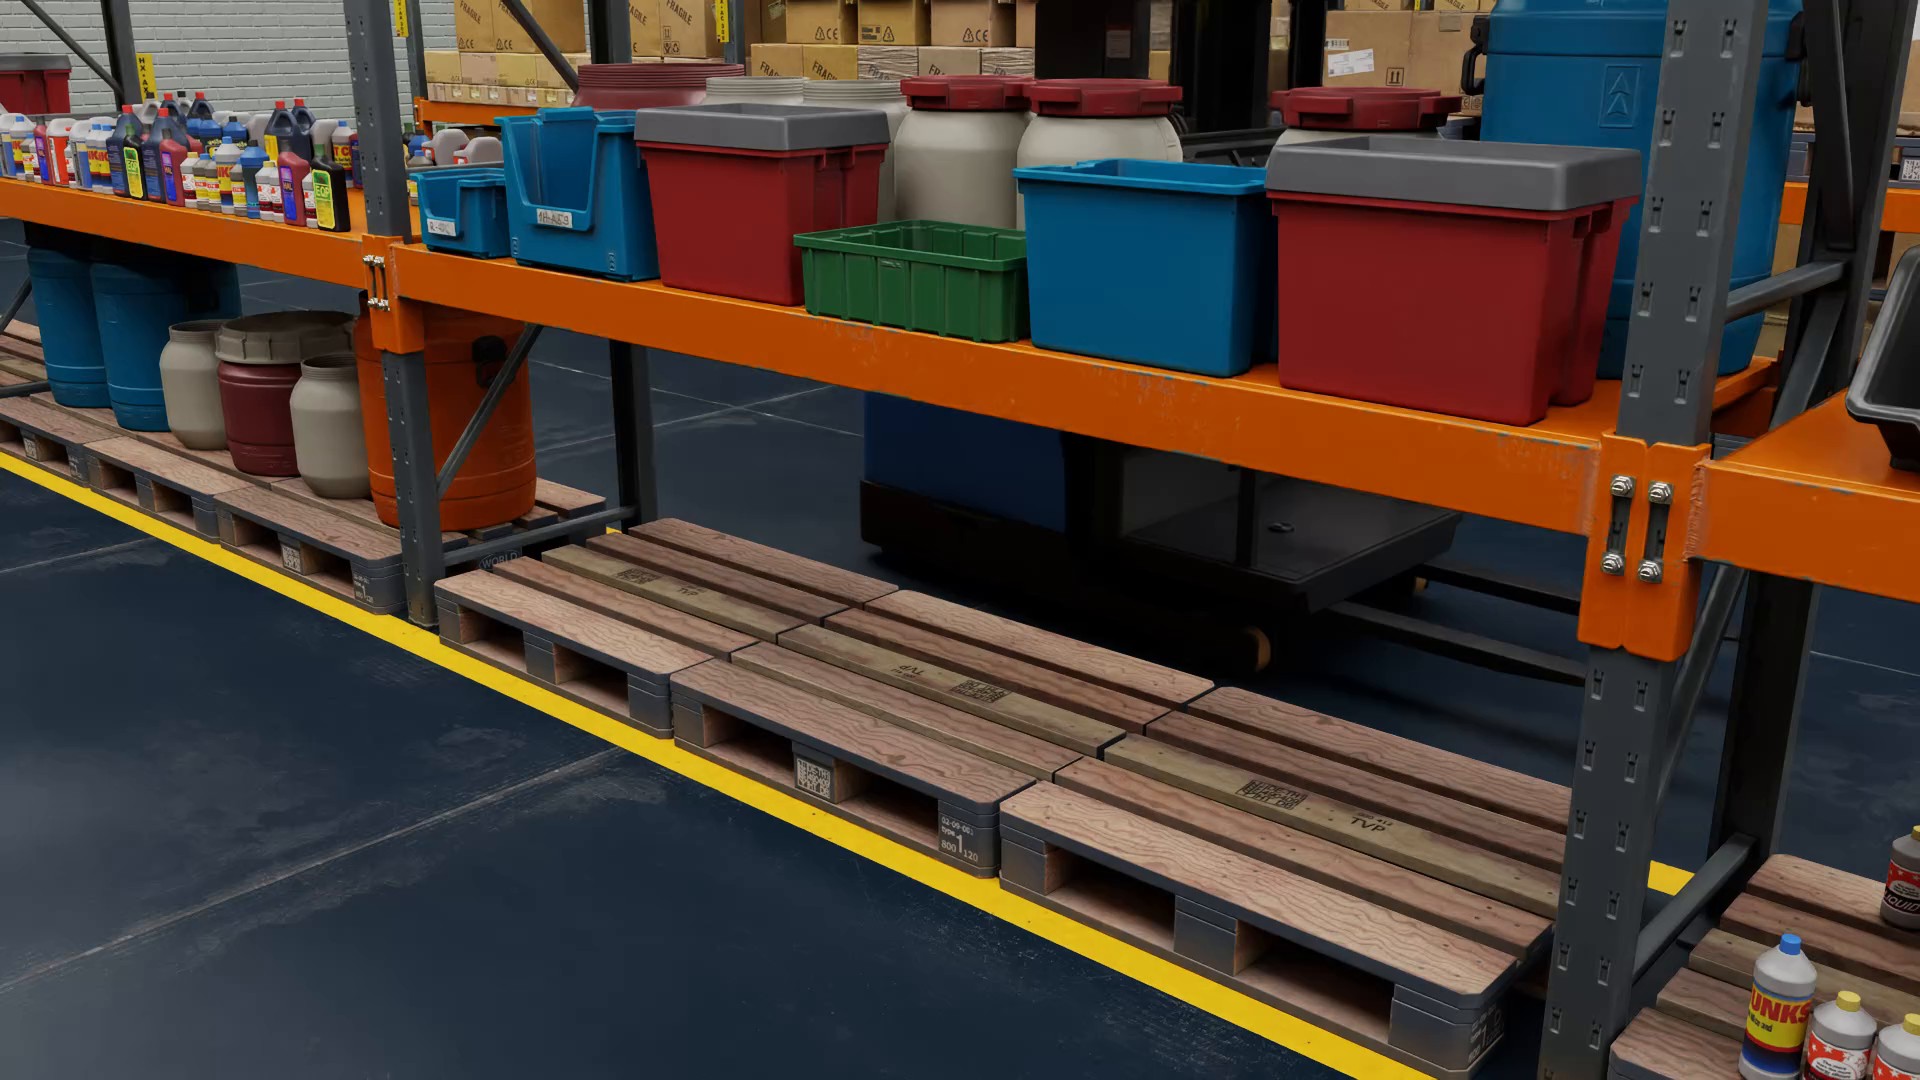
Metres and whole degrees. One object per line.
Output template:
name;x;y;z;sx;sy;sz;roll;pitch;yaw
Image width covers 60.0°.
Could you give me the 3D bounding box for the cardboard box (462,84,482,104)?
cardboard box;-3.783;-3.606;13.429;0.250;0.149;0.380;14;23;38

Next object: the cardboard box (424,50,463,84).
cardboard box;-4.034;-3.887;13.656;0.500;0.250;0.500;14;23;38

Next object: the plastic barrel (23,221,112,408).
plastic barrel;-4.114;-1.137;8.010;0.708;0.901;0.600;15;23;39

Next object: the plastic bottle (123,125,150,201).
plastic bottle;-3.197;-1.469;6.476;0.133;0.283;0.061;15;23;39

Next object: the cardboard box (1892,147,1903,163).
cardboard box;11.181;-4.778;20.147;0.500;0.500;0.500;16;24;41

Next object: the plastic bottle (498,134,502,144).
plastic bottle;-1.696;-1.375;6.198;0.097;0.271;0.097;0;18;0

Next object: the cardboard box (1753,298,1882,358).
cardboard box;3.972;-0.811;7.613;0.500;0.500;0.700;15;23;39

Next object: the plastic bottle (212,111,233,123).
plastic bottle;-3.350;-1.810;7.562;0.135;0.276;0.152;15;23;39

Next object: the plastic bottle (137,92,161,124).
plastic bottle;-3.701;-1.883;7.669;0.185;0.351;0.144;15;23;39

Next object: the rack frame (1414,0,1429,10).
rack frame;5.356;-5.413;18.708;0.127;3.000;1.000;15;23;39

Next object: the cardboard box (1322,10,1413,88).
cardboard box;2.200;-2.516;8.721;0.500;0.500;0.500;12;21;33

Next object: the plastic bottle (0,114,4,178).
plastic bottle;-4.248;-1.753;7.390;0.097;0.271;0.097;0;18;0

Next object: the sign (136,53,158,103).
sign;-4.143;-2.306;8.461;0.005;0.325;0.100;15;23;39

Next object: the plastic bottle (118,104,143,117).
plastic bottle;-4.000;-1.985;8.112;0.135;0.276;0.152;15;23;39

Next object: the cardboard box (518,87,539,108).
cardboard box;-3.204;-3.450;12.940;0.250;0.149;0.380;15;23;39

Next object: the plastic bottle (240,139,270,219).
plastic bottle;-2.496;-1.283;5.908;0.097;0.271;0.097;0;18;0

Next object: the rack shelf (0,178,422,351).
rack shelf;-3.014;-1.306;6.956;4.000;0.370;1.077;15;23;39

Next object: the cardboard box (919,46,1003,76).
cardboard box;0.097;-2.765;10.201;0.500;0.500;0.500;16;23;40

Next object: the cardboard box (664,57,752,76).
cardboard box;-1.727;-3.270;11.713;0.500;0.250;0.500;14;23;38

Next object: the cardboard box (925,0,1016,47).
cardboard box;0.242;-3.308;10.254;0.637;0.503;0.797;16;24;41

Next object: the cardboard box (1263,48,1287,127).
cardboard box;1.587;-2.574;9.599;0.500;0.500;0.500;16;24;41

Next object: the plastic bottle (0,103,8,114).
plastic bottle;-4.431;-1.874;7.641;0.185;0.351;0.144;15;23;39

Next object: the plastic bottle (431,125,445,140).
plastic bottle;-2.043;-1.481;6.514;0.133;0.283;0.061;15;23;39

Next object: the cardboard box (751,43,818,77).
cardboard box;-1.044;-3.069;11.159;0.500;0.500;0.500;15;23;39

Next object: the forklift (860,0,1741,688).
forklift;1.036;-1.141;5.361;3.031;2.935;1.130;16;24;41

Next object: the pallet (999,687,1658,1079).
pallet;0.861;0.737;3.942;1.213;0.211;1.003;15;23;39

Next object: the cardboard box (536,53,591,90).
cardboard box;-2.874;-3.578;12.685;0.500;0.250;0.500;14;23;38

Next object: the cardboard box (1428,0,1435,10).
cardboard box;5.160;-6.087;19.016;0.500;0.500;0.500;15;23;40

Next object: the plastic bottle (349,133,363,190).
plastic bottle;-2.461;-1.594;6.867;0.133;0.283;0.061;15;23;39

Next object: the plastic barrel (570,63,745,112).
plastic barrel;-0.970;-1.287;5.484;0.708;0.536;0.600;15;23;39

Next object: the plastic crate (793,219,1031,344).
plastic crate;-0.016;-0.629;3.984;0.662;0.188;0.450;15;23;39

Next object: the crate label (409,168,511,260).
crate label;-1.452;-0.998;5.073;0.416;0.233;0.303;15;23;39

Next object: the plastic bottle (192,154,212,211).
plastic bottle;-2.787;-1.328;6.165;0.097;0.201;0.097;0;18;0

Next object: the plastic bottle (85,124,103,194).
plastic bottle;-3.482;-1.548;6.742;0.097;0.271;0.097;0;18;0

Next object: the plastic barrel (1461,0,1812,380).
plastic barrel;1.386;-0.829;3.436;0.708;0.901;0.600;15;23;39

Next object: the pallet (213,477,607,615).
pallet;-2.135;-0.067;6.473;1.213;0.211;1.003;15;23;39

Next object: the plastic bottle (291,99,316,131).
plastic bottle;-2.781;-1.695;7.075;0.185;0.351;0.144;15;23;39

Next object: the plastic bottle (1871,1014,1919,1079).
plastic bottle;1.573;0.884;2.765;0.097;0.201;0.097;0;18;0

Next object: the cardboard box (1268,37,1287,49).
cardboard box;2.718;-4.156;13.978;0.250;0.149;0.380;14;22;37

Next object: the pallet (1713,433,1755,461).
pallet;4.178;-0.391;7.495;1.213;0.211;1.003;15;23;39

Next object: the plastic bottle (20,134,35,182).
plastic bottle;-4.001;-1.654;7.192;0.097;0.201;0.097;0;18;0

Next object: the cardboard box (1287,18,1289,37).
cardboard box;2.915;-4.245;13.765;0.250;0.149;0.380;15;23;39

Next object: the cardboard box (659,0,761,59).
cardboard box;-1.743;-3.630;11.608;0.500;0.500;0.500;16;24;41

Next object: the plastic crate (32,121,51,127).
plastic crate;-4.763;-2.079;8.540;0.243;0.136;0.396;15;23;39

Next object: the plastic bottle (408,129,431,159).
plastic bottle;-2.082;-1.454;6.448;0.097;0.271;0.097;0;18;0

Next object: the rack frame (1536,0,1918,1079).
rack frame;1.474;-0.444;3.051;0.127;3.000;1.000;15;23;39

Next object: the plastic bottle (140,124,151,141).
plastic bottle;-3.156;-1.483;6.519;0.133;0.283;0.061;15;23;39

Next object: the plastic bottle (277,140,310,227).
plastic bottle;-2.276;-1.222;5.697;0.133;0.283;0.061;15;23;39

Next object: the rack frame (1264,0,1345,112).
rack frame;1.770;-2.367;9.113;0.127;3.000;1.000;15;23;39

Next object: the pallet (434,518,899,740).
pallet;-0.964;0.247;5.486;1.213;0.211;1.003;15;23;39

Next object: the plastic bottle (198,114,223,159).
plastic bottle;-3.318;-1.749;7.377;0.097;0.271;0.097;0;18;0

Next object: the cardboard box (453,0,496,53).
cardboard box;-3.660;-4.144;13.226;0.500;0.500;0.500;14;23;38

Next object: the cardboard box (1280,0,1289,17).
cardboard box;4.059;-6.173;19.286;0.500;0.500;0.500;15;23;40

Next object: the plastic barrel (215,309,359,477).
plastic barrel;-2.740;-0.619;6.895;0.708;0.588;0.600;15;23;39

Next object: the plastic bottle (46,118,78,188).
plastic bottle;-3.724;-1.626;6.981;0.135;0.276;0.152;15;23;39

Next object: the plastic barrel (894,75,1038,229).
plastic barrel;0.031;-0.984;4.530;0.433;0.535;0.433;0;18;0

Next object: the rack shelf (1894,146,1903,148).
rack shelf;6.633;-2.725;11.428;4.000;0.370;1.077;15;23;39
